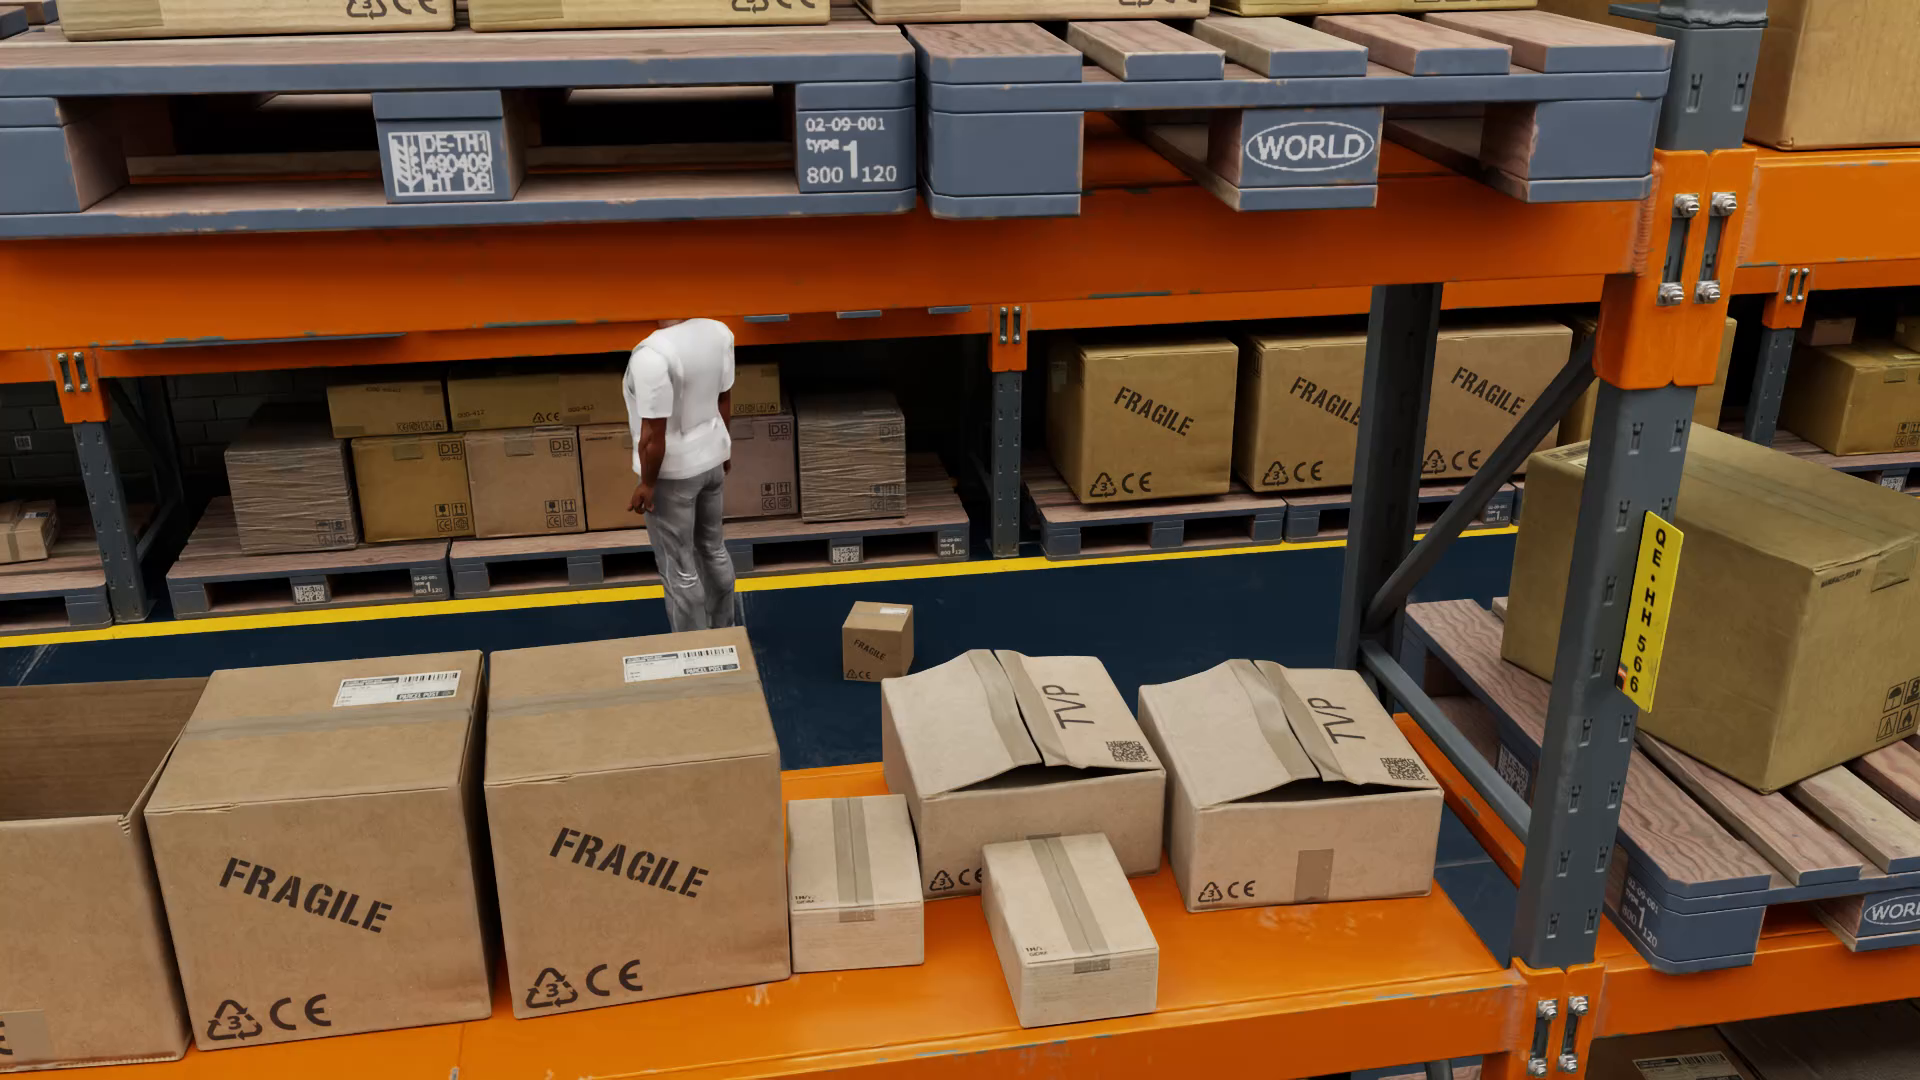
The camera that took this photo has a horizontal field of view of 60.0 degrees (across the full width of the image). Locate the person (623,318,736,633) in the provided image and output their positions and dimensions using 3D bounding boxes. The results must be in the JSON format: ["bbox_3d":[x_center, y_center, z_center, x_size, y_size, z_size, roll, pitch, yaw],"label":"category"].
[{"bbox_3d":[-1.150,-0.301,6.765,0.381,1.771,0.552,12,26,27],"label":"person"}]
